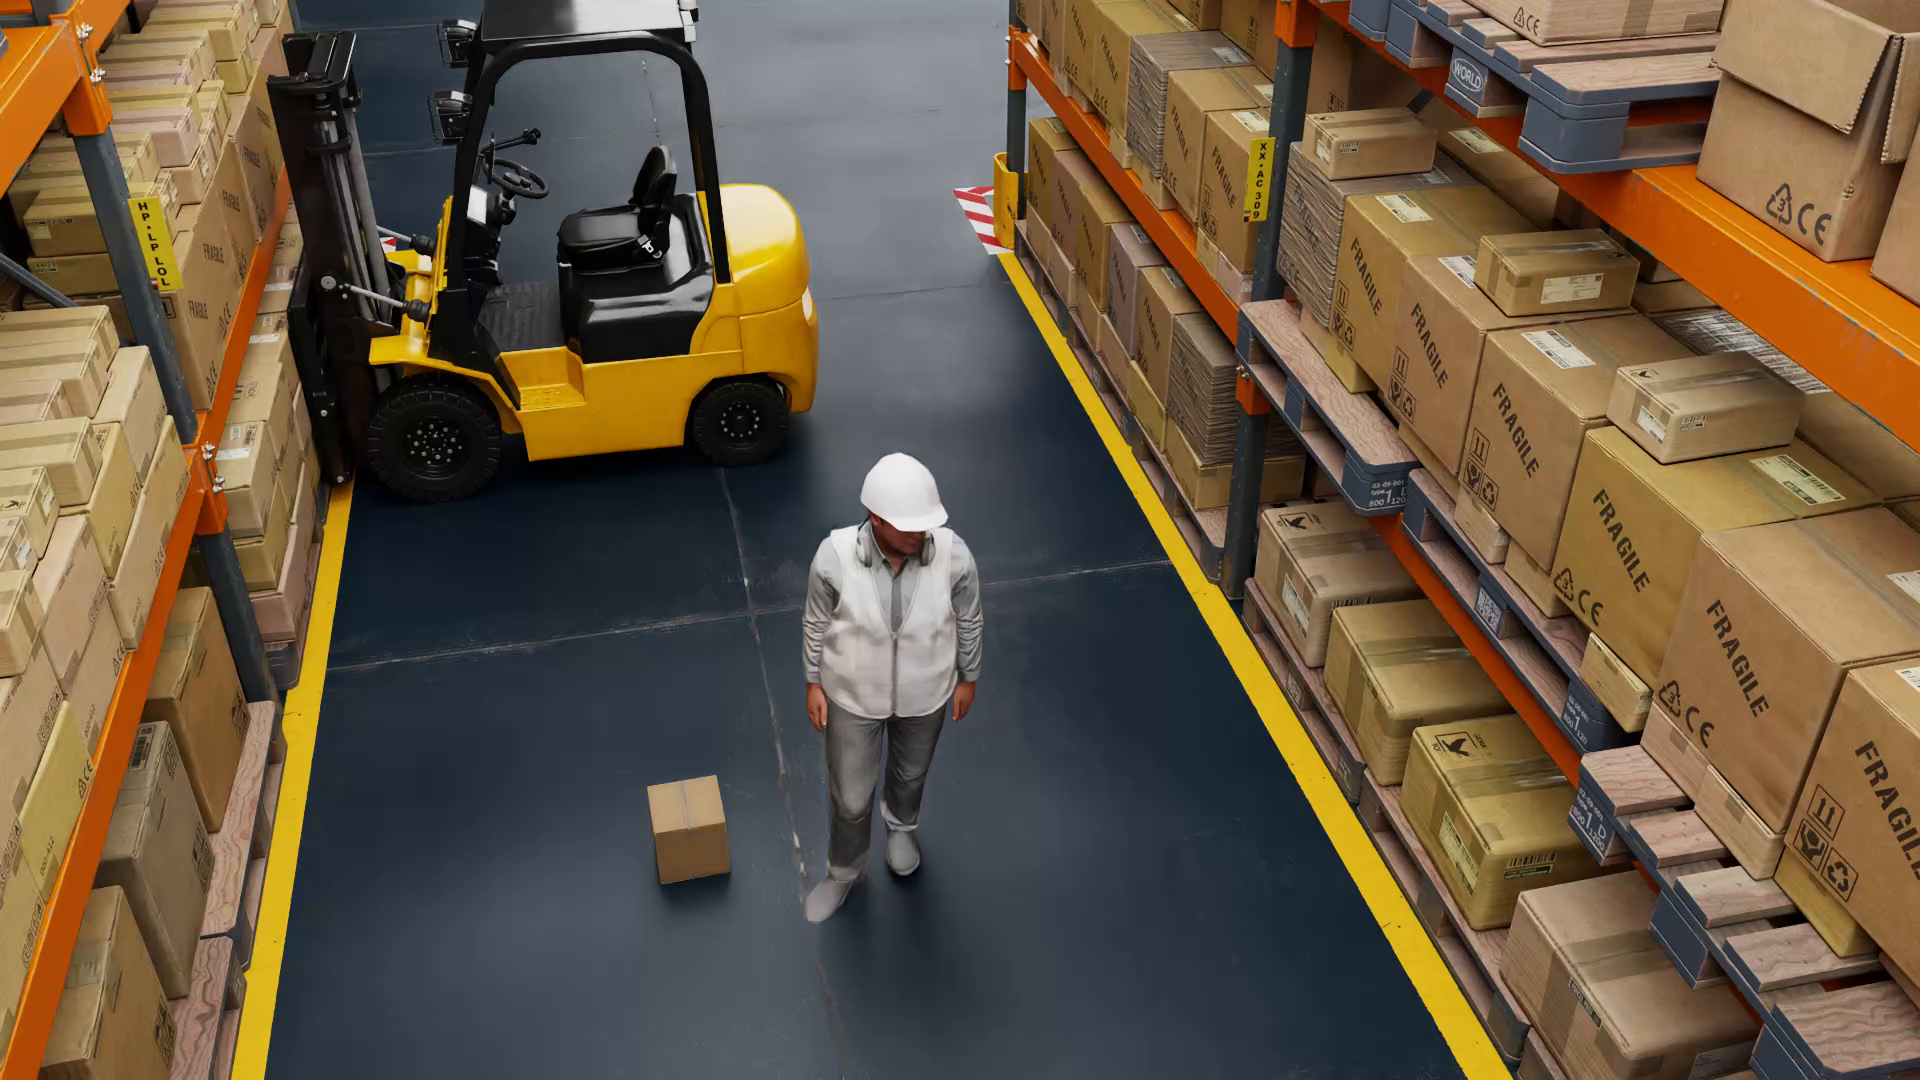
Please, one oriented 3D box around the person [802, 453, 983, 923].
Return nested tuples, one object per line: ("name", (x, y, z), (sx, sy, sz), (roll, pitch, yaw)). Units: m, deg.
("person", (-0.256, 0.473, 5.445), (0.632, 1.817, 0.520), (-5, 34, -8))
